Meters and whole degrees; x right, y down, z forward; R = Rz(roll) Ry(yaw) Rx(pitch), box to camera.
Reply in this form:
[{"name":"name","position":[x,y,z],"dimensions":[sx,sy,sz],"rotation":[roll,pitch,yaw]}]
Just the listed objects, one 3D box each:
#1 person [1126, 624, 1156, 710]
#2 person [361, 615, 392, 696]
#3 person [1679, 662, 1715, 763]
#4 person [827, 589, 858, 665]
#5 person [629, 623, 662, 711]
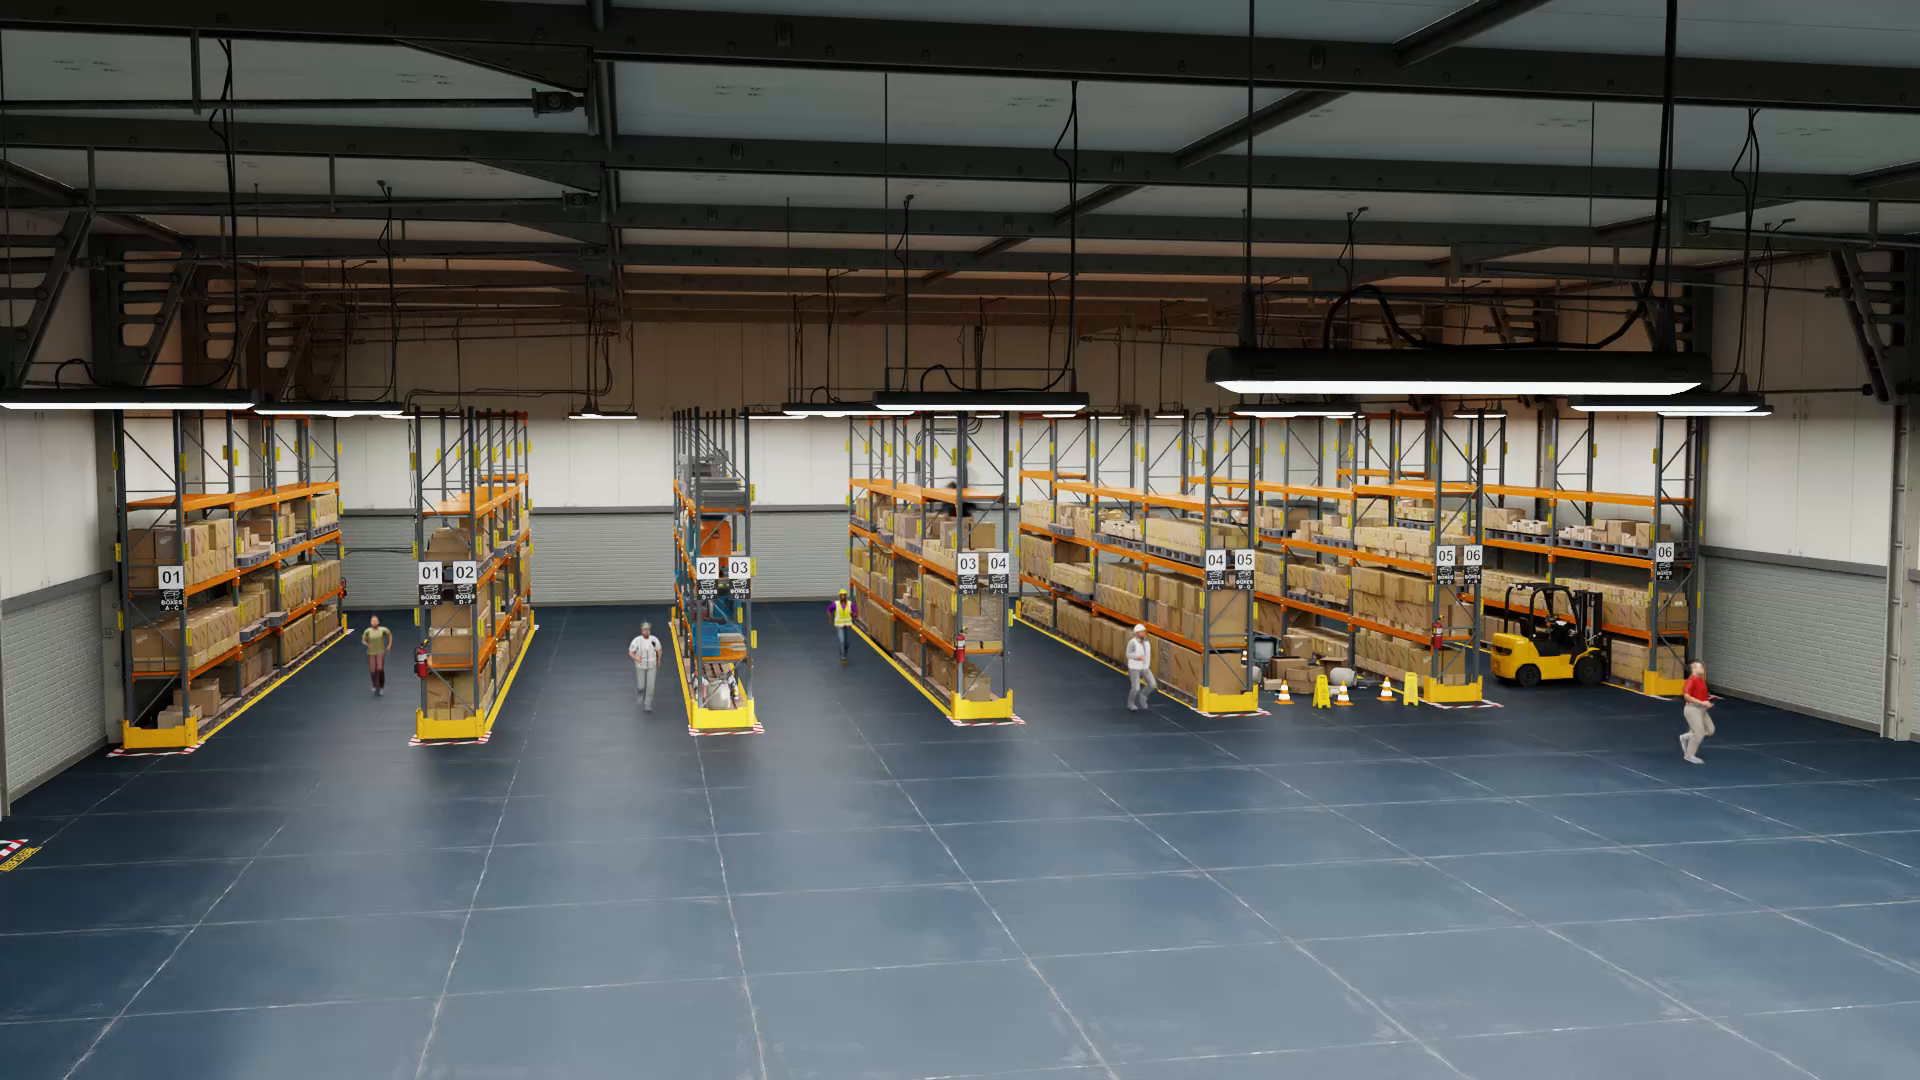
[{"name":"person","position":[3.564,2.513,32.844],"dimensions":[0.672,1.724,0.741],"rotation":[-2,5,-27]},{"name":"person","position":[-12.222,2.430,34.841],"dimensions":[0.590,1.719,0.698],"rotation":[-1,4,-14]},{"name":"person","position":[12.406,2.898,27.969],"dimensions":[0.585,1.686,0.705],"rotation":[4,6,43]},{"name":"person","position":[-2.745,2.029,39.192],"dimensions":[0.703,1.745,0.992],"rotation":[-1,4,-16]},{"name":"person","position":[-6.244,2.498,33.093],"dimensions":[0.664,1.742,0.678],"rotation":[-1,4,-19]}]
